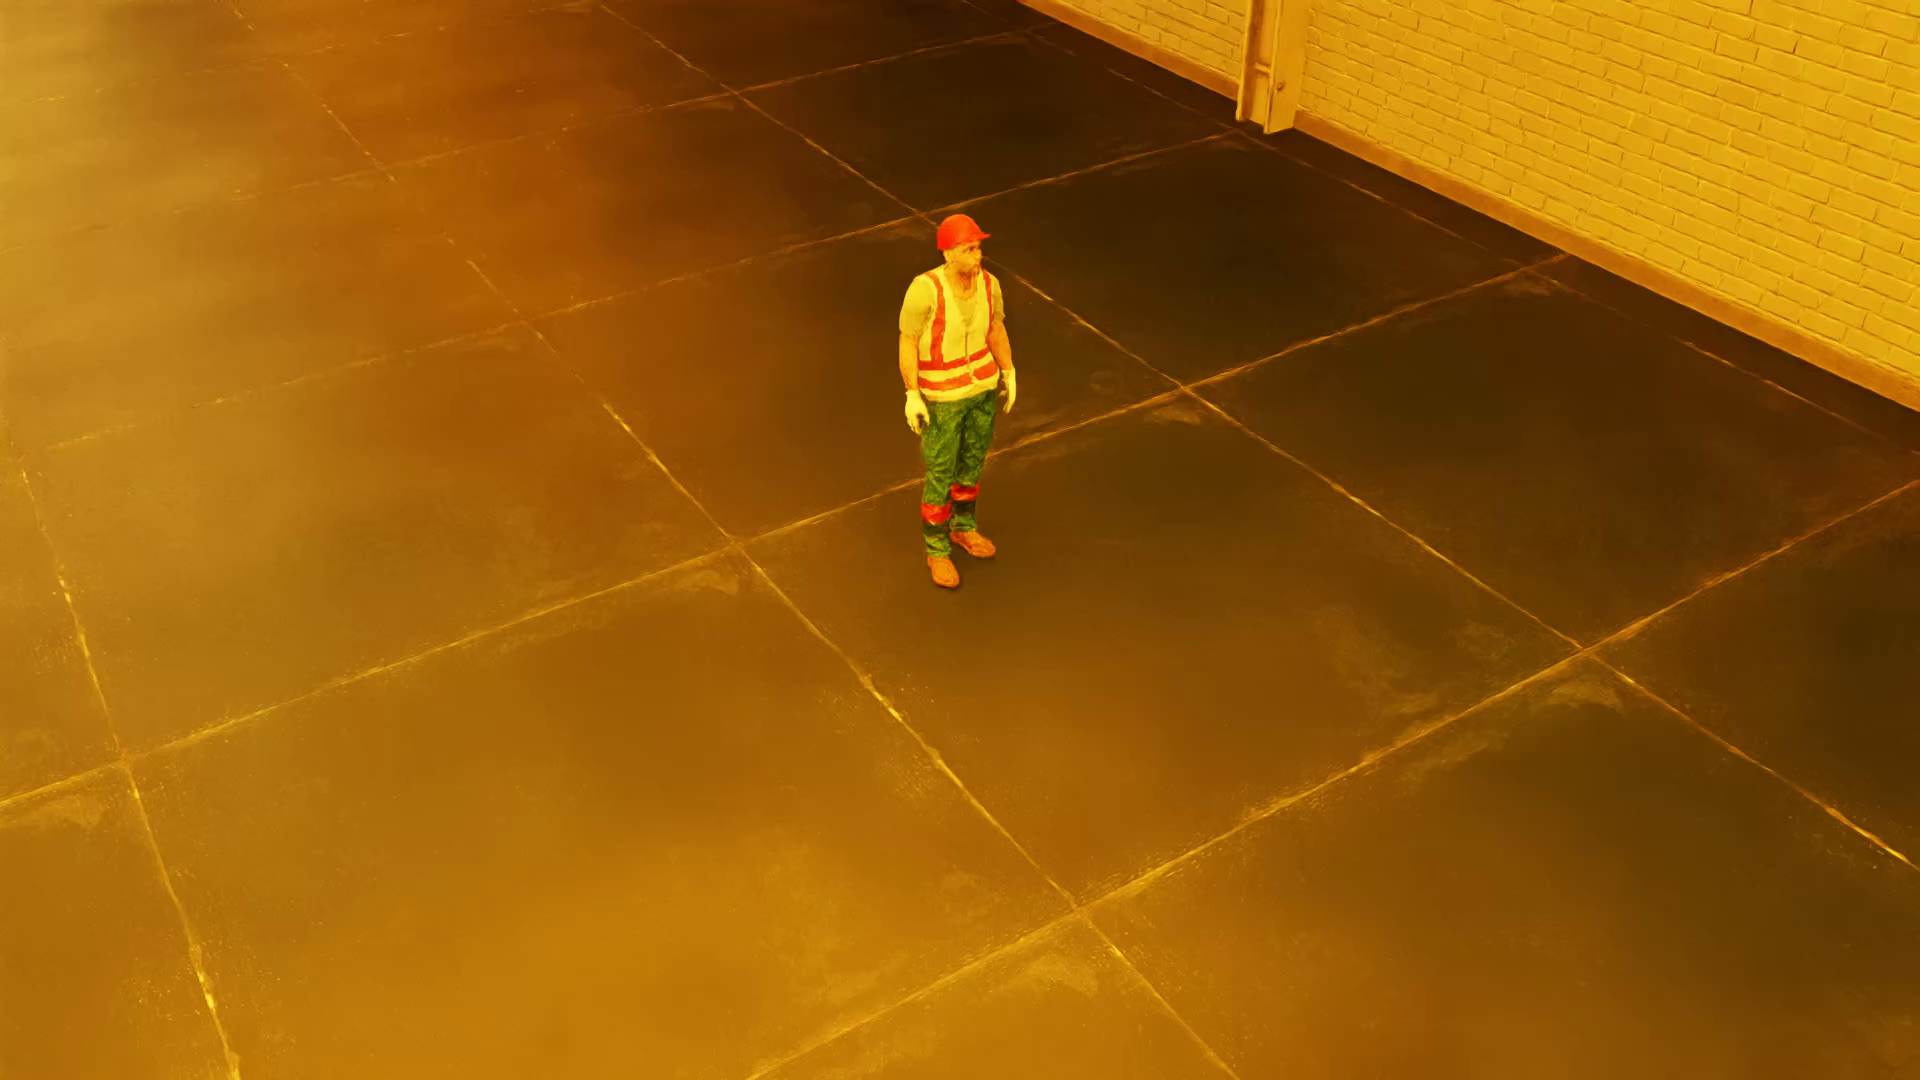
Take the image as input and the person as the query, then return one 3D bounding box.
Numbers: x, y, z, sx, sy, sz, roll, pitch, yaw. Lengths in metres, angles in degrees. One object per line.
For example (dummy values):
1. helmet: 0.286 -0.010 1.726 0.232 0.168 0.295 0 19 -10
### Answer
1. person: 0.034 -0.695 8.119 0.637 1.787 0.563 -21 40 -27
